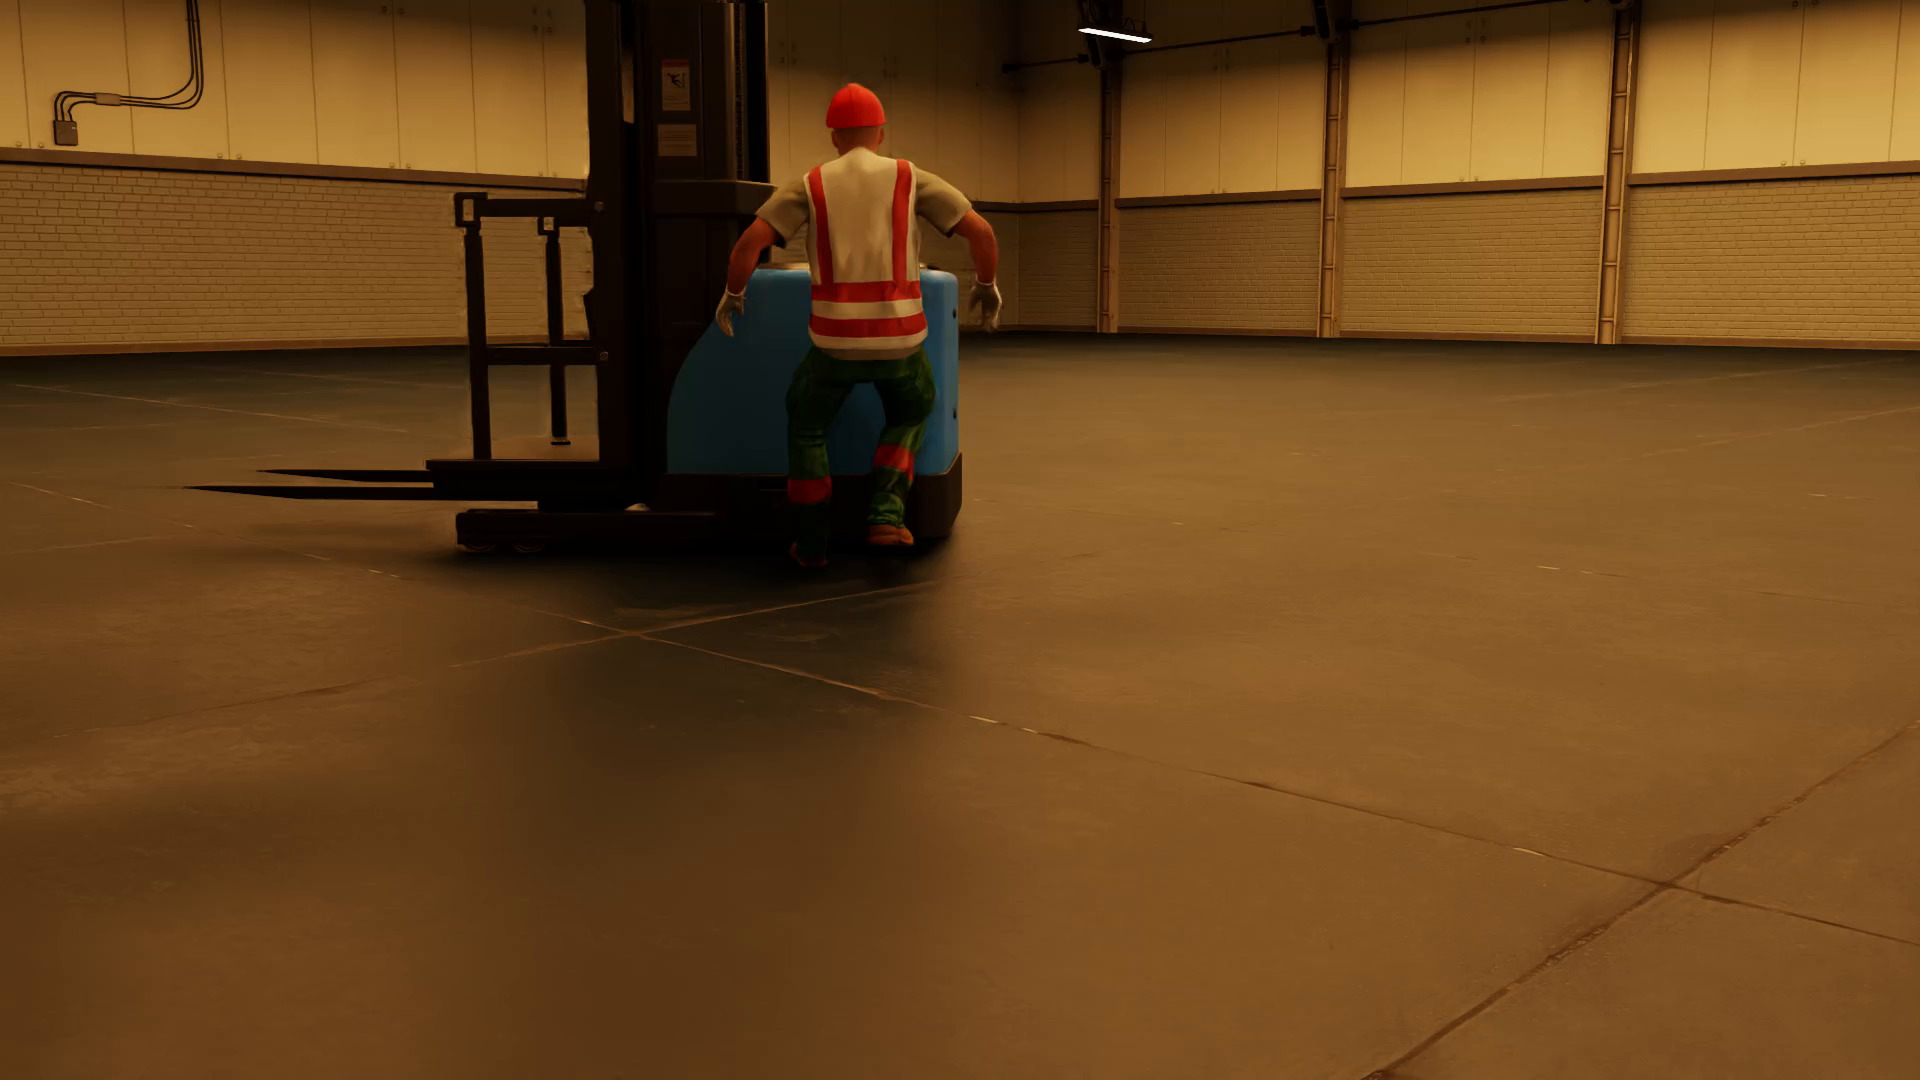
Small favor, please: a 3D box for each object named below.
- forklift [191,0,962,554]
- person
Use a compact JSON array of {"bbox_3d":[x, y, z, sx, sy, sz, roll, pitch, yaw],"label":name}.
[{"bbox_3d":[-1.532,-1.475,6.670,3.031,2.935,1.130,1,9,3],"label":"forklift"},{"bbox_3d":[-0.352,-0.724,5.904,0.997,1.719,0.682,0,9,-2],"label":"person"}]
